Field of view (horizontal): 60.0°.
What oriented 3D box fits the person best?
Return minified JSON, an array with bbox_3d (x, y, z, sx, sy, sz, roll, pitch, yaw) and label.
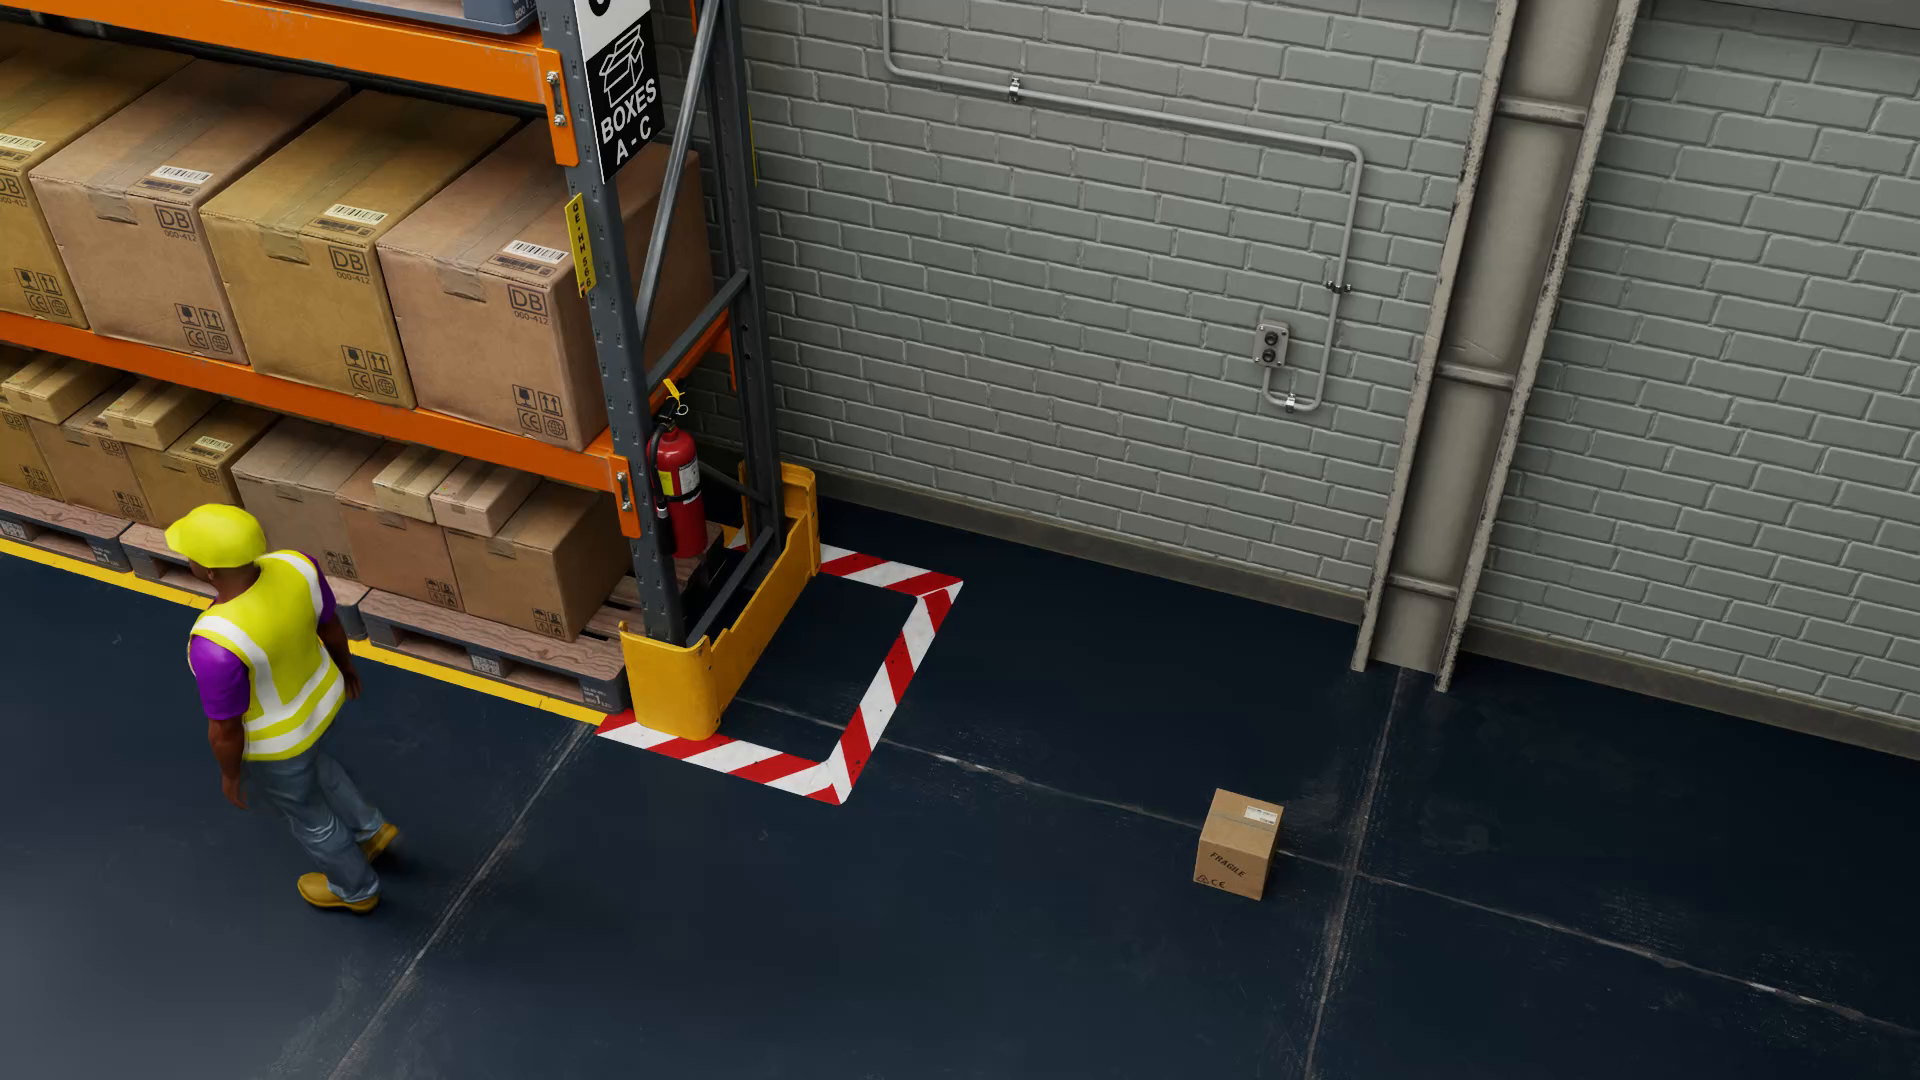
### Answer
[{"bbox_3d":[-2.253,0.584,5.471,0.441,1.799,0.609,10,42,11],"label":"person"}]
